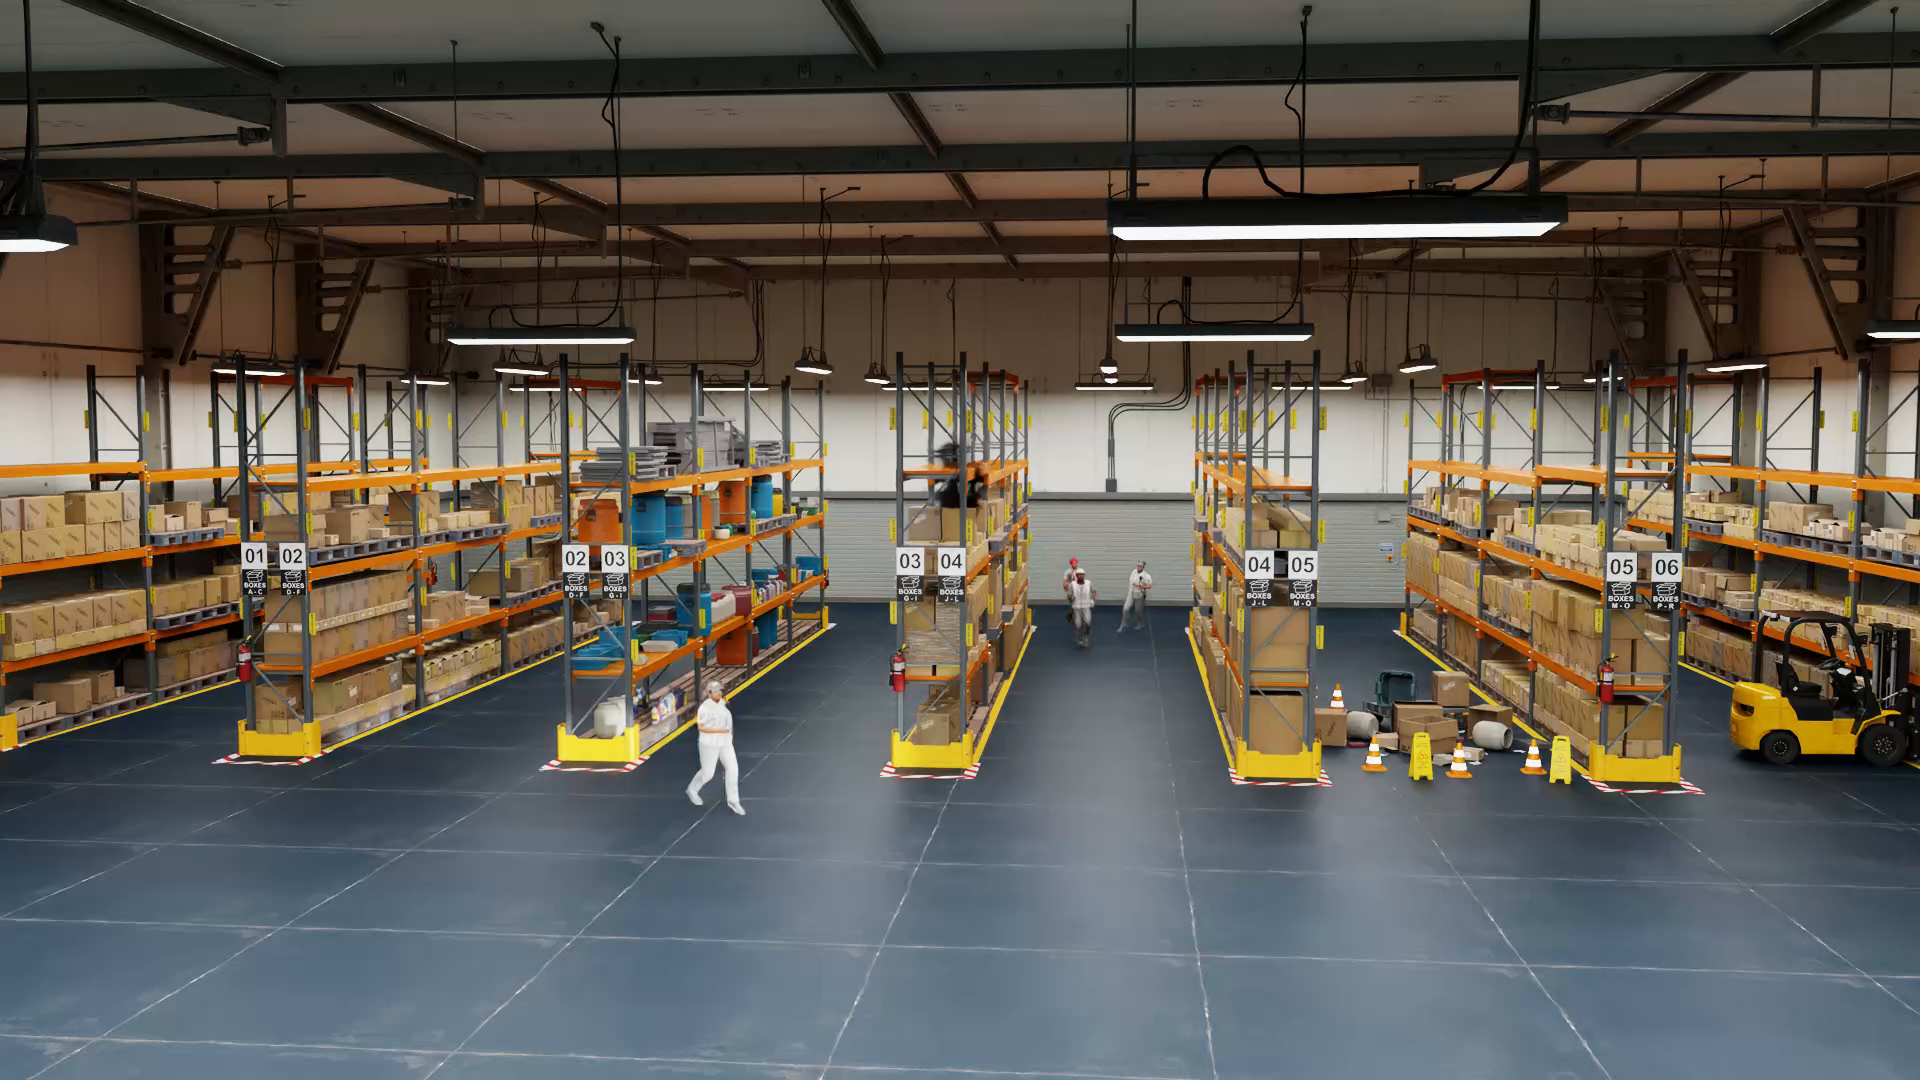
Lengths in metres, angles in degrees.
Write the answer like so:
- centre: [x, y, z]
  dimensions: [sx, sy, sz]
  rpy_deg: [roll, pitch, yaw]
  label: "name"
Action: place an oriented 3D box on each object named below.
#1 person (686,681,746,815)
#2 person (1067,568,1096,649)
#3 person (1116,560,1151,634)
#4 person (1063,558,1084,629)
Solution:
- centre: [-3.157, 2.655, 21.391]
  dimensions: [0.898, 1.698, 0.614]
  rpy_deg: [3, 5, 38]
  label: "person"
- centre: [2.680, 1.515, 36.668]
  dimensions: [0.654, 1.775, 0.678]
  rpy_deg: [0, 4, 3]
  label: "person"
- centre: [4.209, 1.328, 39.284]
  dimensions: [0.721, 1.744, 0.958]
  rpy_deg: [3, 5, 33]
  label: "person"
- centre: [2.747, 1.286, 40.164]
  dimensions: [0.763, 1.743, 0.784]
  rpy_deg: [-3, 5, -38]
  label: "person"
